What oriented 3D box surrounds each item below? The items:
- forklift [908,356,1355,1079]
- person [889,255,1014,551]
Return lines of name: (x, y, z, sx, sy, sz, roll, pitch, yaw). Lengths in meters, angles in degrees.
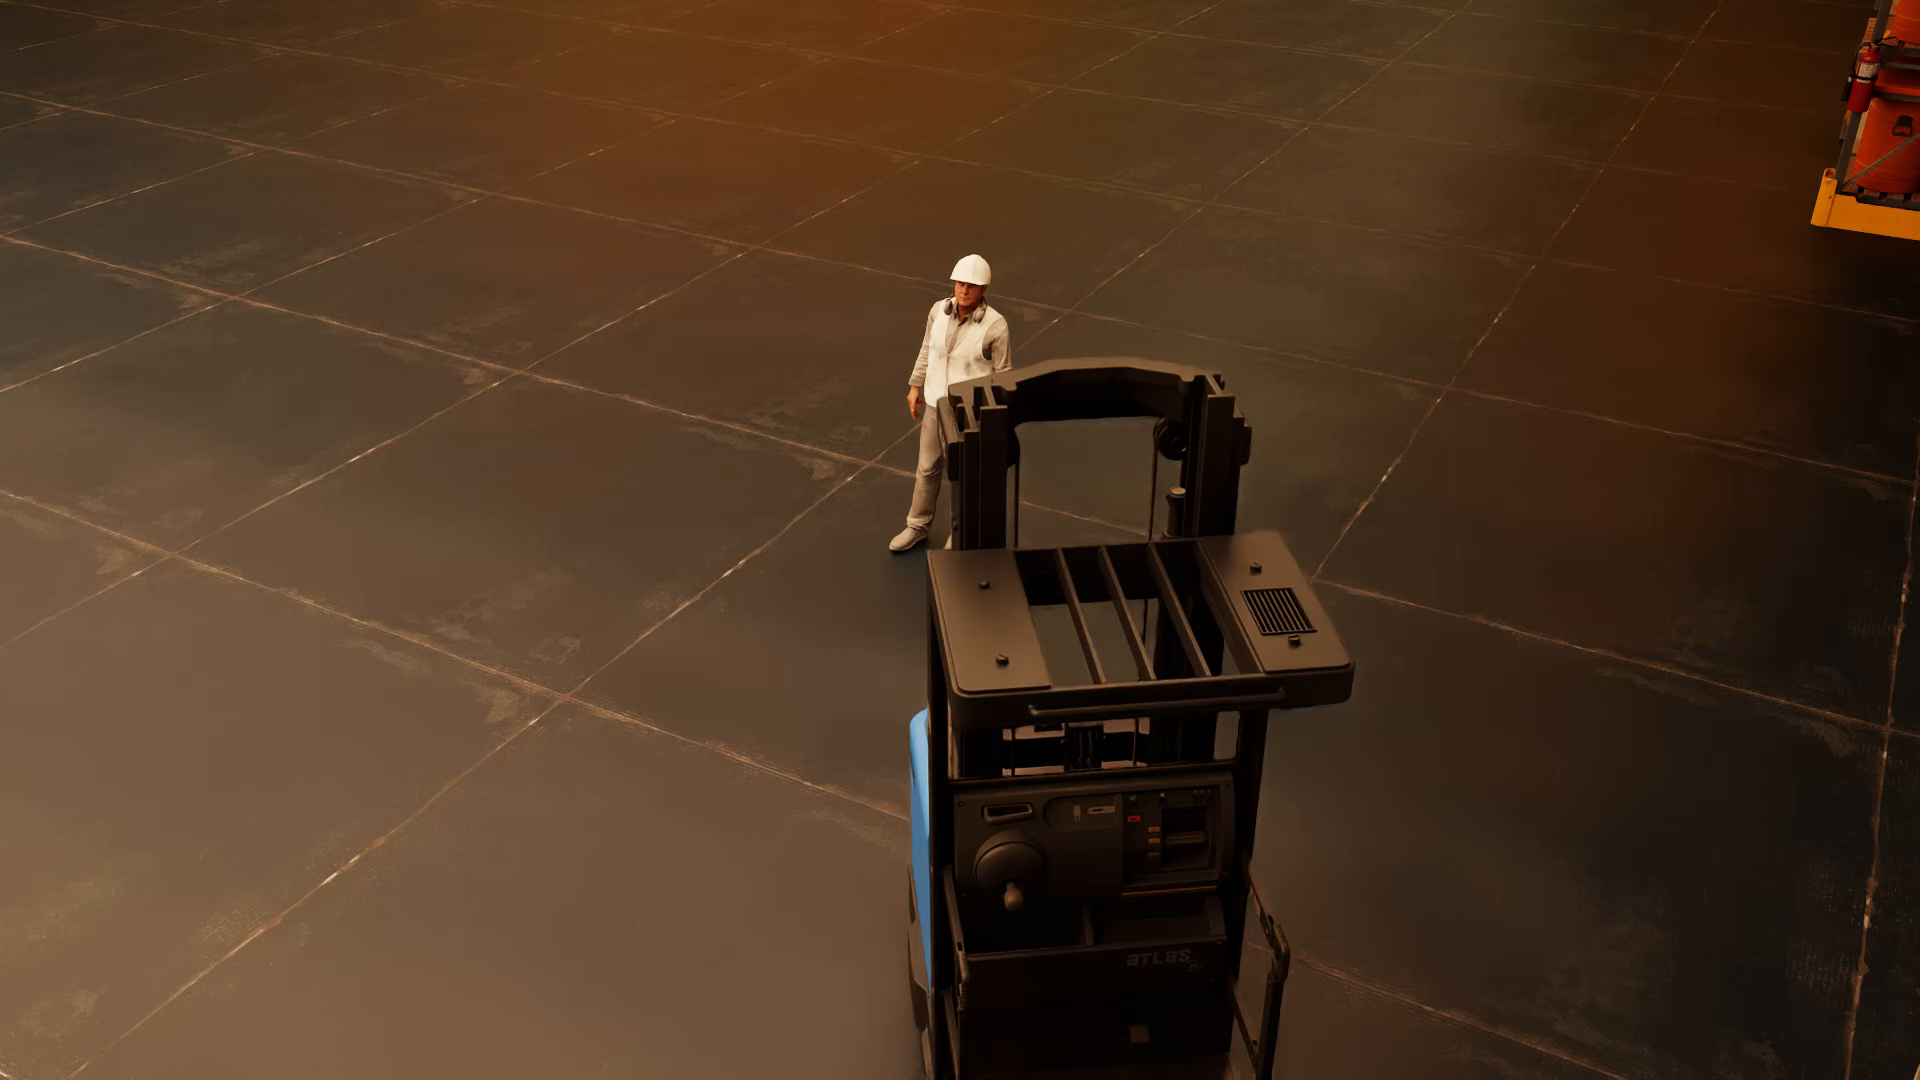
forklift: (0.472, 1.037, 5.274, 1.130, 2.935, 3.031, -3, 30, -6)
person: (-0.037, -0.749, 9.511, 0.634, 1.775, 0.566, 15, 33, 25)
